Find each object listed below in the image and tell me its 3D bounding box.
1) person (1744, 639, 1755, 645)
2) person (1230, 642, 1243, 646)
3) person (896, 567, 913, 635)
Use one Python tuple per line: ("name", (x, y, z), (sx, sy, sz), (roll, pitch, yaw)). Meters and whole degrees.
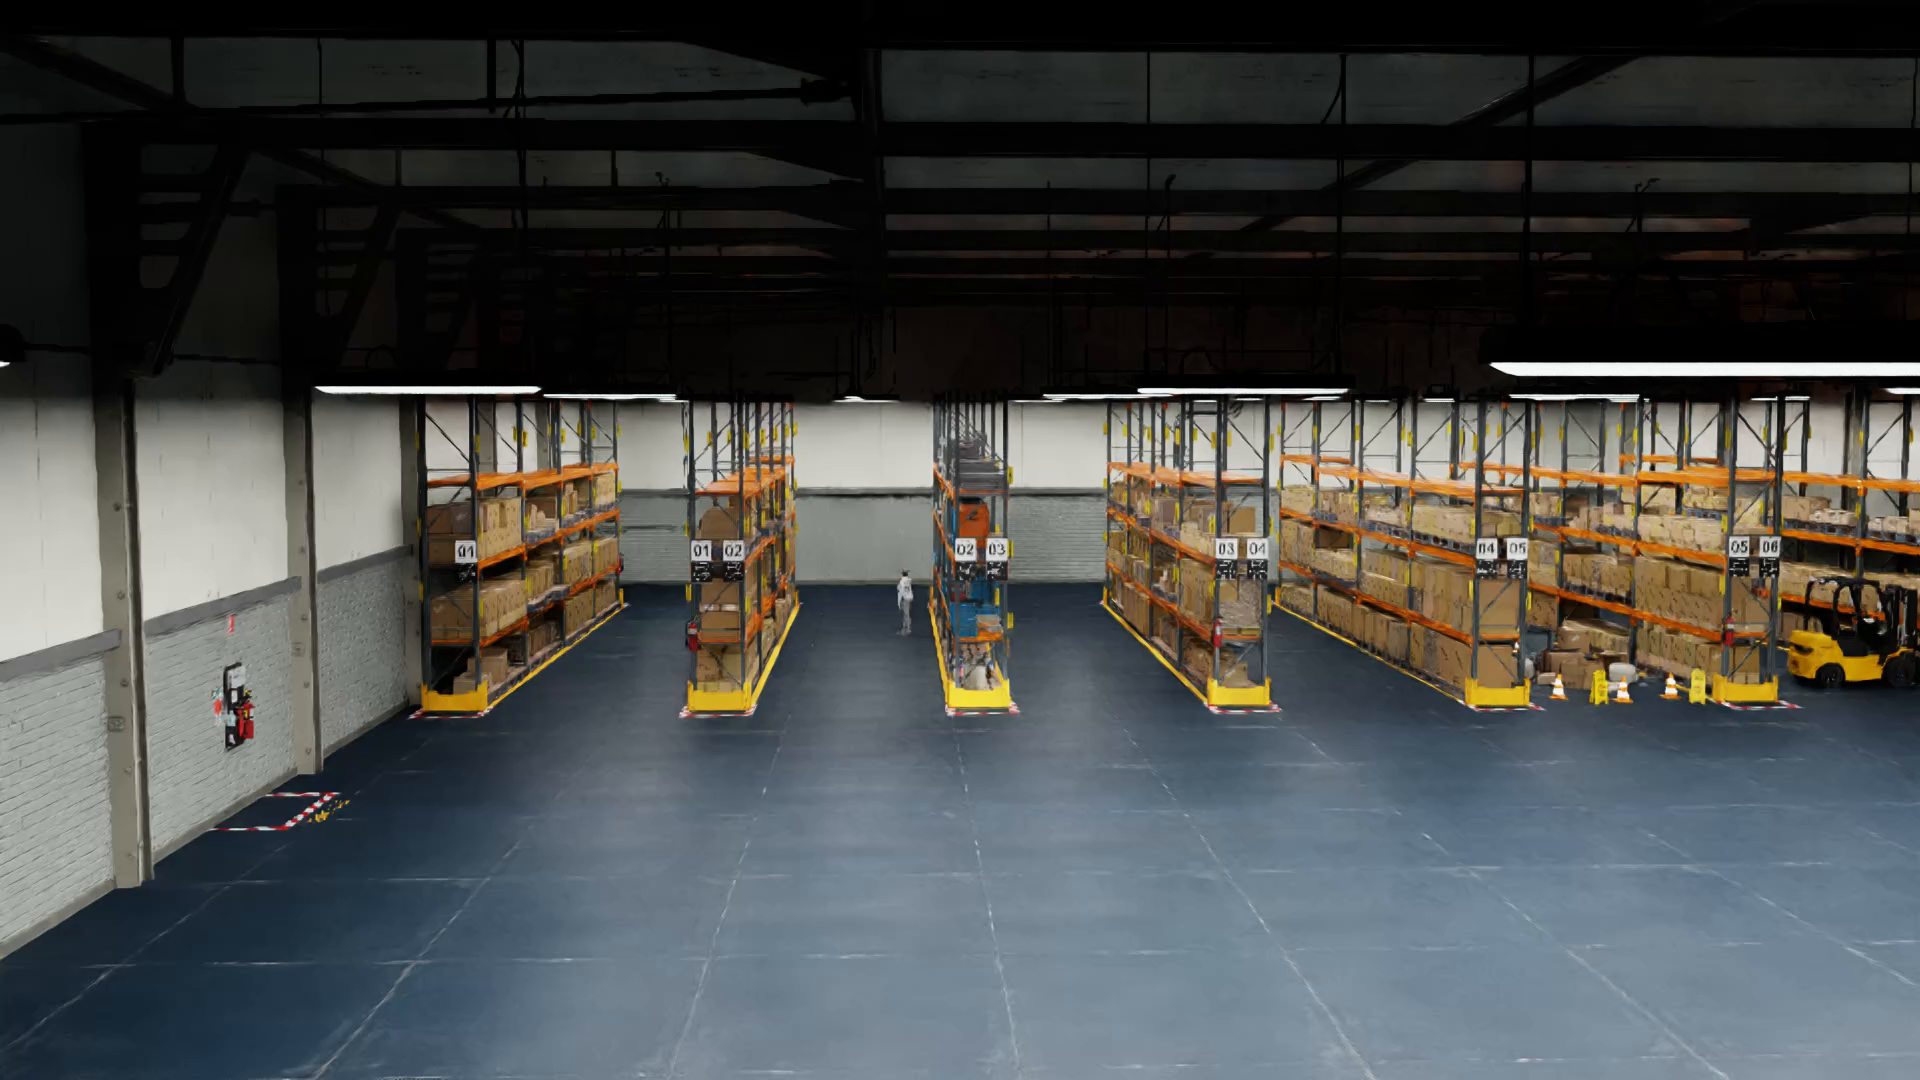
("person", (16.910, 2.025, 35.696), (0.448, 1.557, 0.465), (3, 5, 28))
("person", (6.559, 1.596, 39.584), (0.401, 1.769, 0.700), (-1, 5, -15))
("person", (-1.381, 1.507, 41.336), (0.537, 1.665, 0.573), (2, 5, 25))
